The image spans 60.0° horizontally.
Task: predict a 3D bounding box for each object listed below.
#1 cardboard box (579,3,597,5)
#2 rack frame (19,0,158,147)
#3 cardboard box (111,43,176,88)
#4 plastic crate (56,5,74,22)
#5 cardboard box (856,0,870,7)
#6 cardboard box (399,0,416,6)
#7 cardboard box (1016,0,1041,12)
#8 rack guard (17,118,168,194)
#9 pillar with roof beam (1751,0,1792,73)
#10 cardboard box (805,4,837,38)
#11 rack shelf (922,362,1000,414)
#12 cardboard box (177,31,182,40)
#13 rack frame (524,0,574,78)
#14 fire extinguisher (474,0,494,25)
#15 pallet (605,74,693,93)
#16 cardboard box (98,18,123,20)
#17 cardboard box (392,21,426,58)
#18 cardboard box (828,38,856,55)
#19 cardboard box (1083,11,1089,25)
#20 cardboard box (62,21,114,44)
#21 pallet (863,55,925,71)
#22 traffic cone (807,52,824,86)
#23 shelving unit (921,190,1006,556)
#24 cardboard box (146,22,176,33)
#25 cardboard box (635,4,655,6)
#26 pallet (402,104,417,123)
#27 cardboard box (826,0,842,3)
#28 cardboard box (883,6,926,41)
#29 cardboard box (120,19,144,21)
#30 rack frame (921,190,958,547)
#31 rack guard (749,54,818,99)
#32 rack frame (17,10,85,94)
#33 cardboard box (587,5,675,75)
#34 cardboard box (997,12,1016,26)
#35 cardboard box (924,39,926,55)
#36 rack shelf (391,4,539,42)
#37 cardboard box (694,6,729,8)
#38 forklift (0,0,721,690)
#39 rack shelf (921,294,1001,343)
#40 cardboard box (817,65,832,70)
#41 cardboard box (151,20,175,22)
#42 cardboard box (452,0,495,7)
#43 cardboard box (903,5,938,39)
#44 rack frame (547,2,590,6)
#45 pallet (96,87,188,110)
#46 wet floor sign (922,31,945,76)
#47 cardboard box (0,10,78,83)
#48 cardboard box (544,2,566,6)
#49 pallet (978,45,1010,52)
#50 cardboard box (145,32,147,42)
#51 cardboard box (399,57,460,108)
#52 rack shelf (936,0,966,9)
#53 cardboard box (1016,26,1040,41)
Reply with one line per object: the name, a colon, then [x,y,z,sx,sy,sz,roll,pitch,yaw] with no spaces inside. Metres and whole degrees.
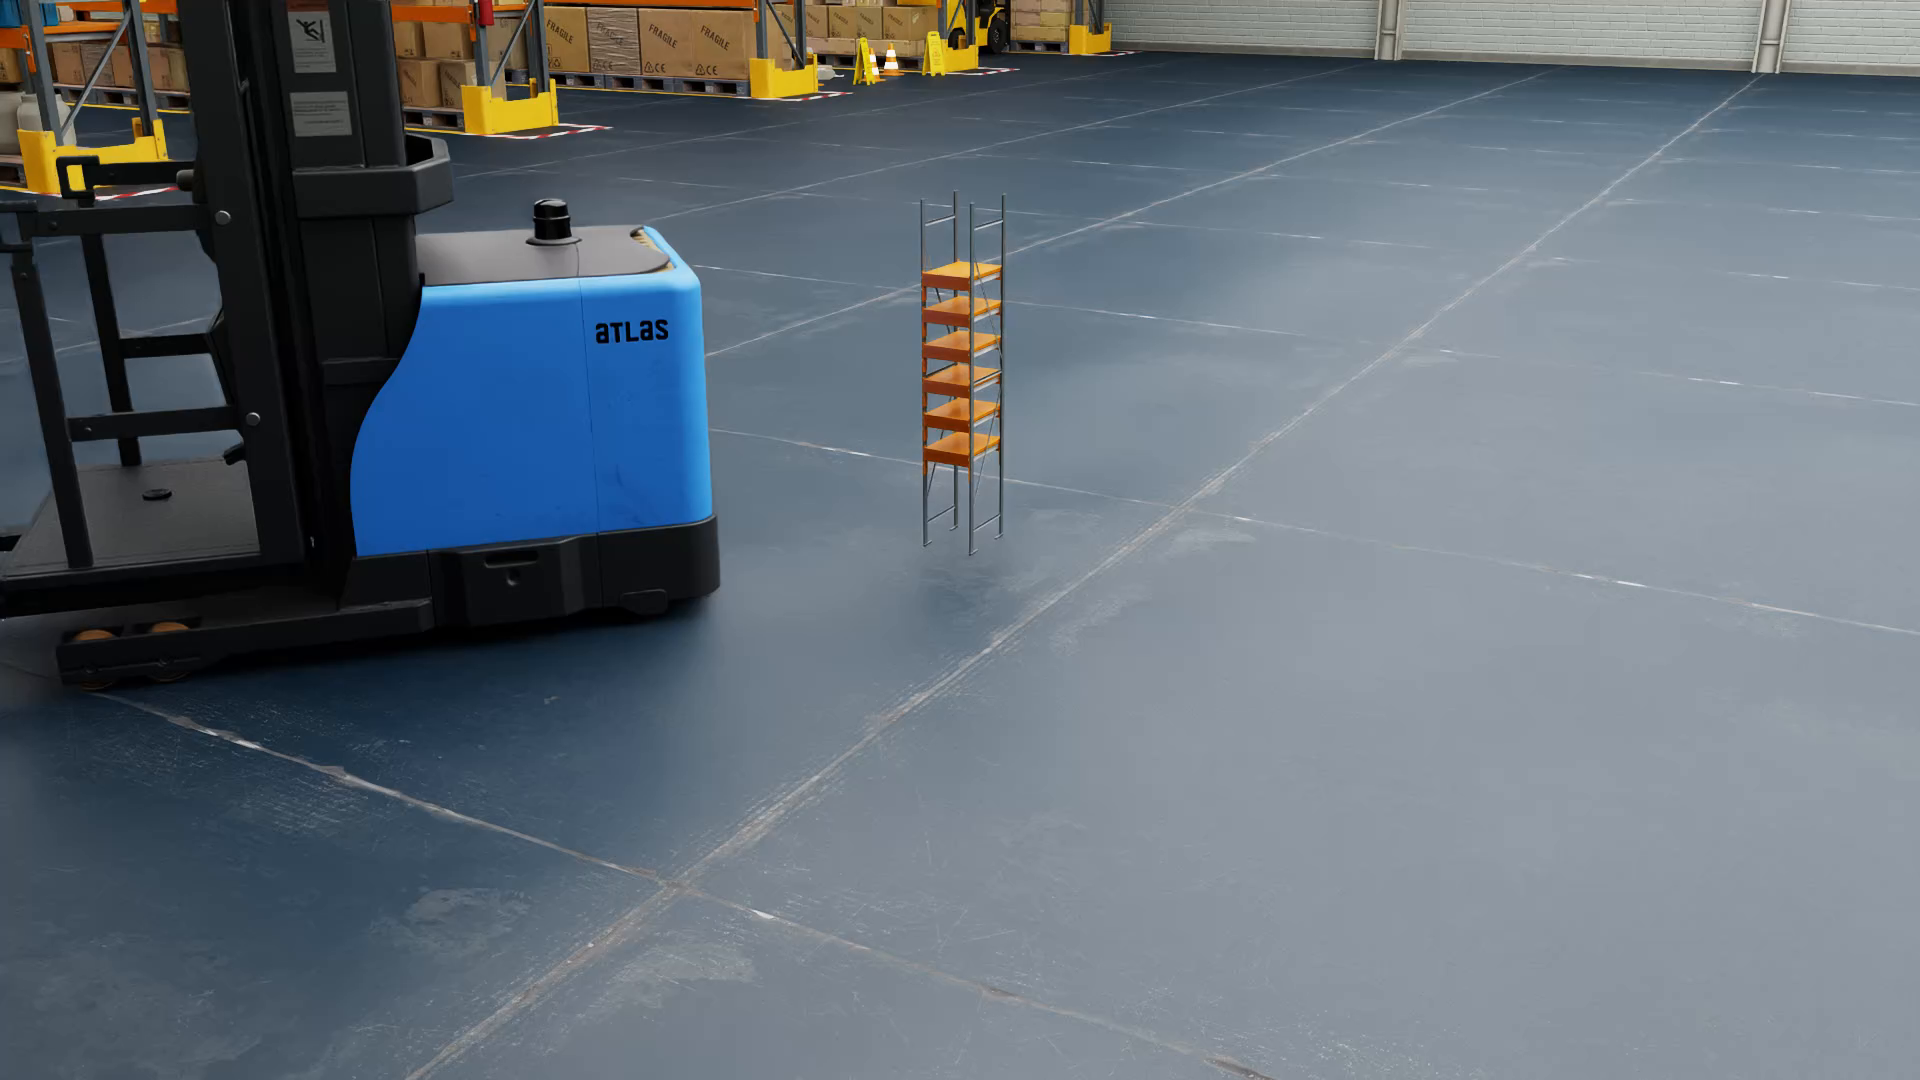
cardboard box: [-7.797,-11.250,35.531,0.500,0.500,0.500,12,23,30]
rack frame: [-7.299,-4.477,13.808,0.127,3.000,1.000,11,23,27]
cardboard box: [-10.285,-6.027,21.103,0.500,0.500,0.700,13,24,32]
plastic crate: [-7.924,-4.597,14.527,0.250,0.136,0.298,11,23,27]
cardboard box: [-1.449,-8.603,26.549,0.250,0.149,0.380,11,23,28]
cardboard box: [-5.905,-5.933,18.192,0.250,0.149,0.380,11,23,27]
cardboard box: [1.364,-9.822,30.492,0.500,0.250,0.500,11,23,28]
rack guard: [-7.389,-3.300,14.230,0.348,0.500,1.175,11,23,27]
pillar with roof beam: [10.575,-10.307,21.082,0.400,9.000,9.100,11,23,27]
cardboard box: [-2.235,-8.473,27.142,0.500,0.500,0.500,12,23,30]
rack shelf: [0.013,-0.520,5.669,0.180,0.103,0.258,11,23,27]
cardboard box: [-13.013,-8.559,28.191,0.250,0.149,0.380,12,23,30]
rack frame: [-5.869,-8.076,23.731,0.127,3.000,1.000,11,23,27]
fire extinguisher: [-5.009,-5.759,17.455,0.183,0.674,0.296,11,23,27]
pallet: [-4.174,-6.413,23.235,1.213,0.211,1.003,11,23,27]
cardboard box: [-14.823,-9.042,29.086,0.250,0.149,0.380,12,23,29]
cardboard box: [-8.108,-7.609,25.126,0.750,0.750,1.050,11,23,28]
cardboard box: [-1.796,-8.035,27.032,0.500,0.250,0.500,10,22,25]
cardboard box: [2.057,-9.660,30.779,0.500,0.250,0.500,11,23,28]
cardboard box: [-11.269,-6.563,21.481,0.500,0.250,0.500,12,23,29]
pallet: [-0.809,-7.749,26.918,1.213,0.211,1.003,11,23,27]
traffic cone: [-2.148,-6.730,23.738,0.334,0.463,0.336,11,23,27]
shelving unit: [0.013,-0.562,5.654,0.189,1.200,0.258,11,23,27]
cardboard box: [-13.291,-8.525,27.661,0.250,0.149,0.380,12,23,29]
cardboard box: [-6.444,-10.992,34.819,0.500,0.500,0.500,10,22,25]
pallet: [-6.703,-5.002,19.345,1.213,0.211,1.003,11,23,27]
cardboard box: [-2.260,-10.341,32.840,0.625,0.625,0.875,11,22,27]
cardboard box: [-0.878,-8.214,26.428,0.500,0.500,0.500,11,23,28]
cardboard box: [-14.208,-8.877,28.632,0.250,0.149,0.380,10,22,25]
rack frame: [-0.067,-0.577,5.696,0.006,1.200,0.240,11,23,27]
rack guard: [-2.356,-6.232,22.312,0.348,0.500,1.175,11,23,27]
rack frame: [-11.868,-7.282,21.540,0.127,3.000,1.000,11,23,27]
cardboard box: [-4.565,-7.001,23.266,0.875,0.875,0.875,11,23,28]
cardboard box: [0.896,-9.674,30.818,0.500,0.250,0.500,10,22,26]
cardboard box: [-0.620,-8.023,27.000,0.500,0.250,0.500,11,22,27]
rack shelf: [-6.630,-5.946,18.912,4.000,0.370,1.077,11,23,27]
cardboard box: [-5.092,-10.739,34.121,0.500,0.500,0.500,12,23,29]
forklift: [-2.333,-1.155,4.752,3.031,2.935,1.130,-6,21,-17]
rack shelf: [0.013,-0.745,5.587,0.180,0.103,0.258,11,23,27]
cardboard box: [-2.180,-7.178,25.435,0.380,0.149,0.250,-11,23,-29]
cardboard box: [-13.509,-8.753,28.290,0.250,0.149,0.380,10,22,27]
cardboard box: [-5.233,-5.819,17.877,0.250,0.149,0.380,11,23,27]
cardboard box: [-0.641,-8.379,26.882,0.500,0.500,0.500,10,22,26]
rack frame: [-7.035,-10.232,29.673,0.127,3.000,1.000,11,23,27]
pallet: [-10.126,-5.637,21.096,1.213,0.211,1.003,11,23,27]
wet floor sign: [-0.407,-7.445,25.442,0.267,0.644,0.232,-16,26,-38]
cardboard box: [-12.460,-6.601,22.164,0.875,0.875,1.225,10,22,25]
cardboard box: [-7.598,-9.570,30.349,0.875,0.875,0.875,11,22,27]
pallet: [0.617,-9.387,31.433,1.213,0.211,1.003,11,23,27]
cardboard box: [-13.525,-8.403,27.760,0.250,0.149,0.380,10,22,25]
cardboard box: [-5.960,-5.172,18.773,0.500,0.500,0.500,18,27,41]
rack shelf: [-1.797,-8.896,27.045,4.000,0.370,1.077,11,23,27]
cardboard box: [1.373,-9.354,30.670,0.500,0.250,0.500,11,23,27]
